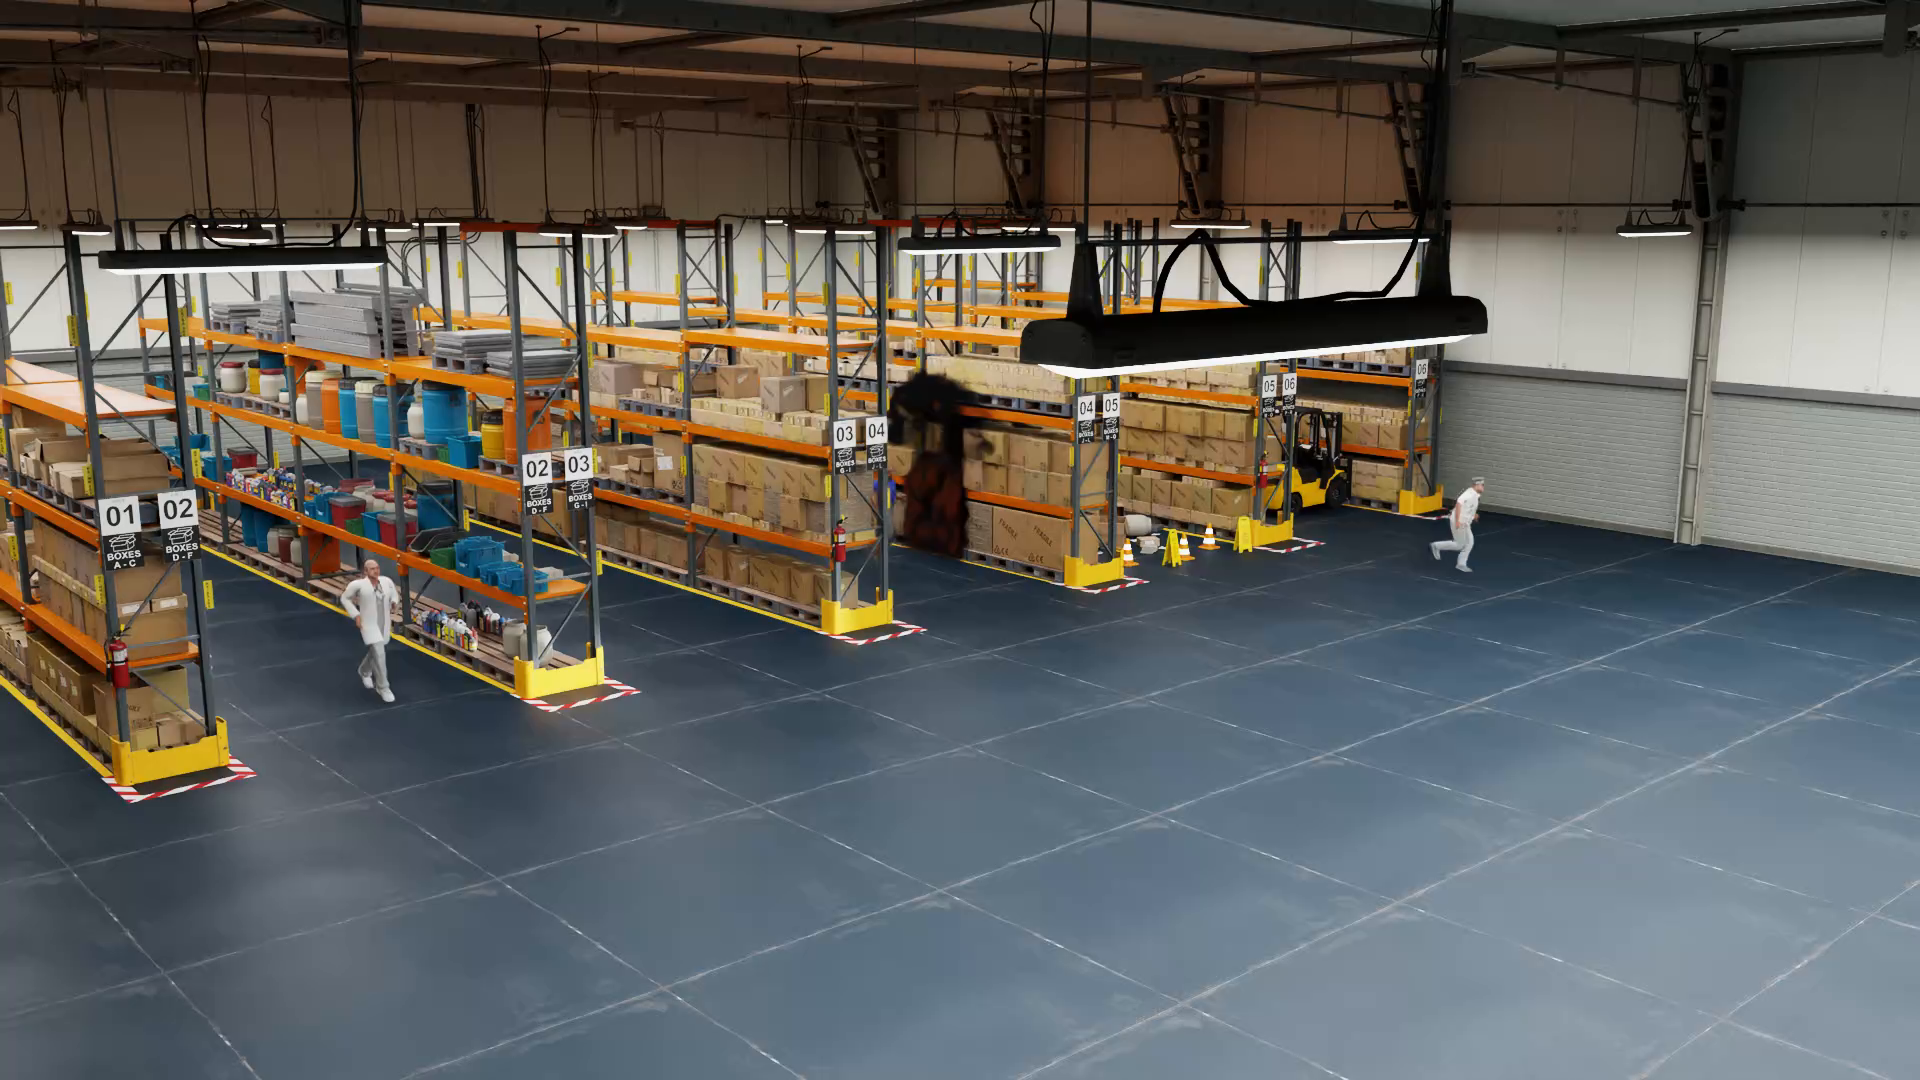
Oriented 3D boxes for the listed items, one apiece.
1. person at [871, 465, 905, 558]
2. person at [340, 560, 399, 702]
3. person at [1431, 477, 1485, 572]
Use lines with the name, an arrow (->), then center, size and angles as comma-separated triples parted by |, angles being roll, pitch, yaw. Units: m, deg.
person -> -1.239, -0.431, 28.529 | 0.667, 1.722, 0.551 | 8, 14, 35
person -> -7.617, 1.128, 21.647 | 0.982, 1.805, 0.695 | 9, 14, 38
person -> 8.734, -0.293, 29.177 | 0.856, 1.715, 0.662 | 4, 12, 21
